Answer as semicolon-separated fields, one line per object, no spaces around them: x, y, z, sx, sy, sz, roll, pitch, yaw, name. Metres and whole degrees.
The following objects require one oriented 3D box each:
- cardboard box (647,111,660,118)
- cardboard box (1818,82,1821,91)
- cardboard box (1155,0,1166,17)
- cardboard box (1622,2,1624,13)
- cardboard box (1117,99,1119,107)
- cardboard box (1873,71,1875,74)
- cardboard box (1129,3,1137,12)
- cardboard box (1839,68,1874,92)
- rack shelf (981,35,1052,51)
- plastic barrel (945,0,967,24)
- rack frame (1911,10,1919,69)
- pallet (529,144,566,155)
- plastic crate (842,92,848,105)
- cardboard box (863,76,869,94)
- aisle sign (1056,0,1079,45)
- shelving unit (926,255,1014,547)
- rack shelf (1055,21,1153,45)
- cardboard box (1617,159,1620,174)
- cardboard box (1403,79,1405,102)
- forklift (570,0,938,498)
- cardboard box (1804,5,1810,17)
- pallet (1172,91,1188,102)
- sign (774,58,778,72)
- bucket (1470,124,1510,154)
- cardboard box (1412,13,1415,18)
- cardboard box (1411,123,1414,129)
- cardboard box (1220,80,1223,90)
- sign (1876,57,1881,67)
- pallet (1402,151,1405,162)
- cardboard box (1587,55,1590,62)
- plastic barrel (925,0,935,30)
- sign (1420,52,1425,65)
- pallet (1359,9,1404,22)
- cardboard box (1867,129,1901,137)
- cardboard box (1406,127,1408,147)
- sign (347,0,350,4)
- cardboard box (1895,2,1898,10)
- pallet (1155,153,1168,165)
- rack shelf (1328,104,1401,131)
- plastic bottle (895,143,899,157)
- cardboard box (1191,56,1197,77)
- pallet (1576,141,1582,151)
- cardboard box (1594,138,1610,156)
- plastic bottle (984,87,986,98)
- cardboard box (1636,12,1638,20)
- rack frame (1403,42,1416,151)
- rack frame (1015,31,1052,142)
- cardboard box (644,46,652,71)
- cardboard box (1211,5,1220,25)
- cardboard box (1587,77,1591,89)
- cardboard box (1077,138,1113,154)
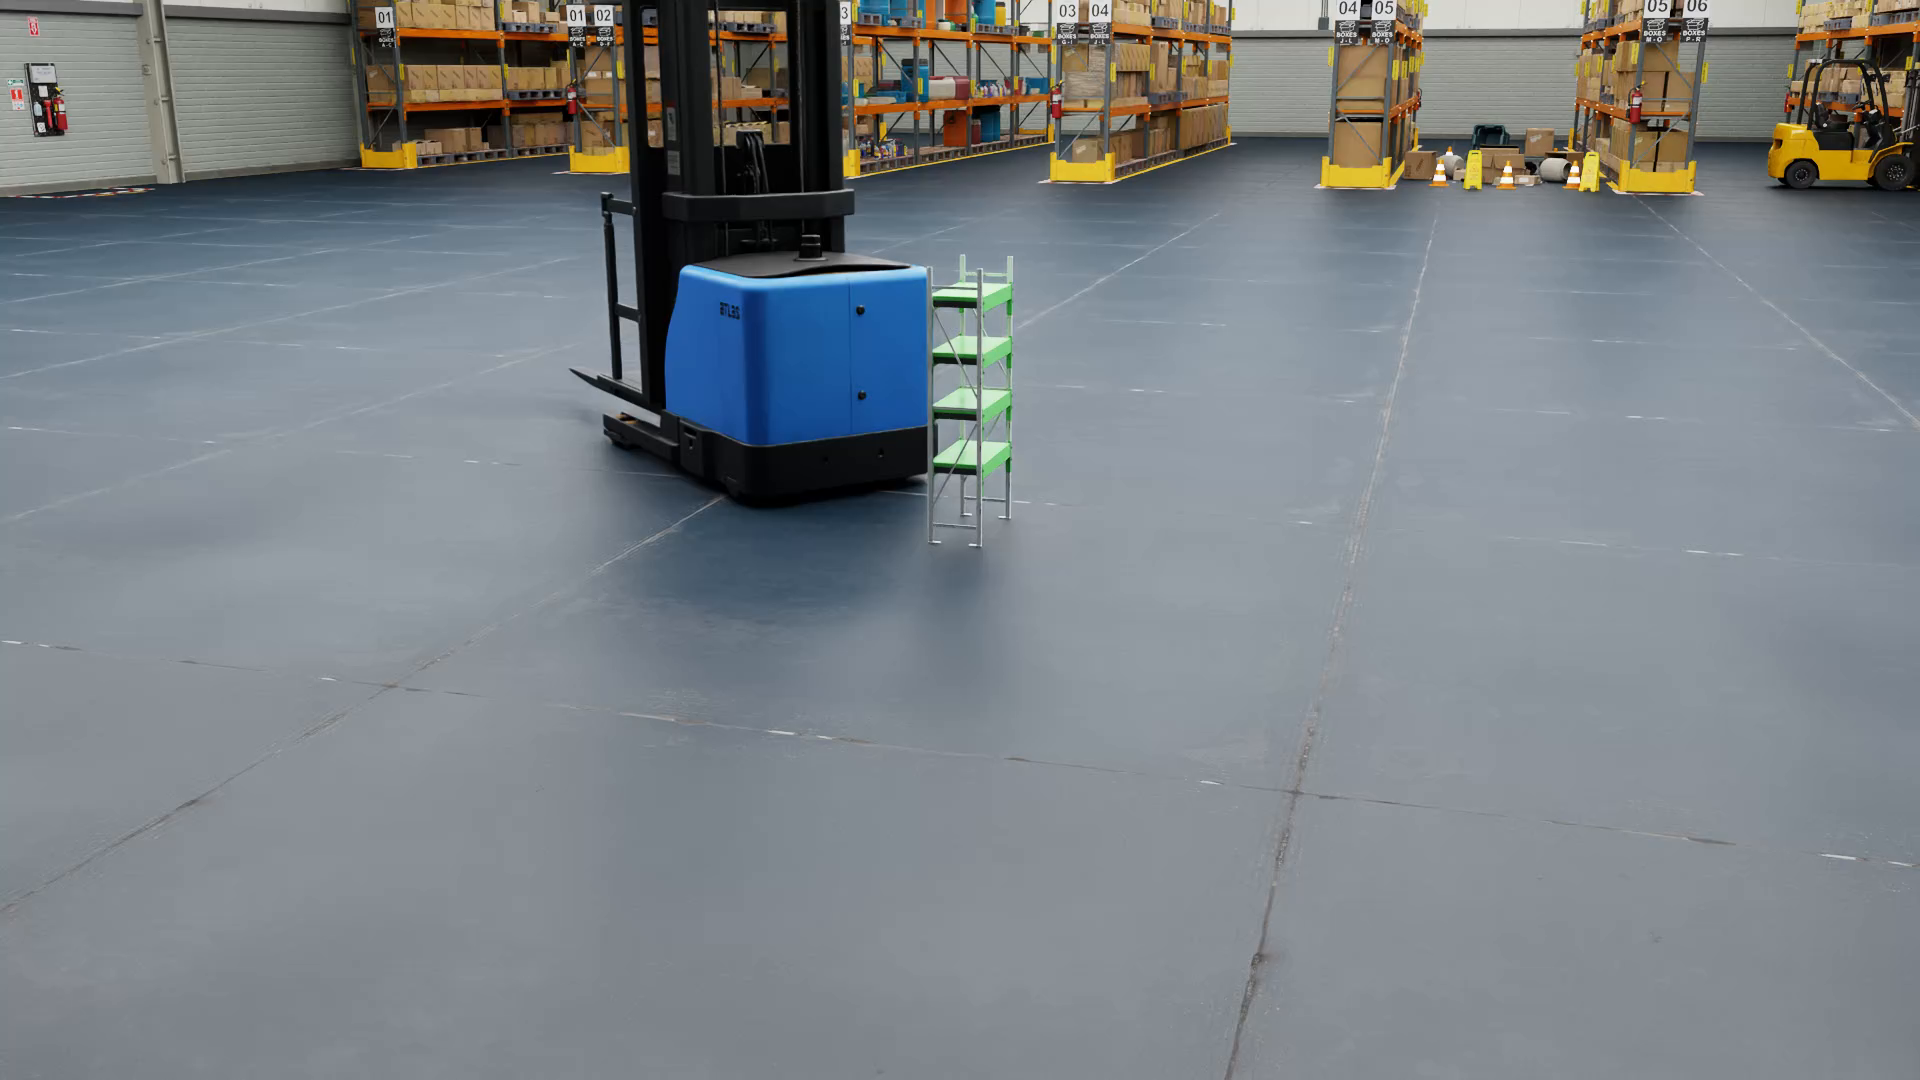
-8.650;-11.379;45.120;0.750;0.750;0.750;5;17;17;cardboard box
19.830;-10.310;37.910;0.500;0.250;0.500;5;17;17;cardboard box
3.879;-11.203;34.873;0.797;0.503;0.637;5;17;18;cardboard box
13.207;-10.380;32.436;0.500;0.250;0.500;5;17;17;cardboard box
2.783;-8.230;31.308;0.380;0.149;0.250;5;16;16;cardboard box
18.286;-9.201;32.898;0.380;0.149;0.250;5;17;17;cardboard box
3.199;-10.256;32.038;0.380;0.149;0.250;5;17;18;cardboard box
19.069;-9.733;35.189;0.797;0.503;0.637;4;16;15;cardboard box
1.477;-13.243;44.344;1.077;0.370;4.000;5;16;16;rack shelf
-0.064;-12.577;39.119;0.600;0.830;0.708;5;16;16;plastic barrel
17.645;-7.994;30.015;1.000;3.000;0.127;5;16;16;rack frame
-10.299;-9.481;40.368;1.003;0.211;1.213;5;16;16;pallet
-2.456;-8.736;32.903;0.499;0.251;0.408;5;16;16;plastic crate
-2.860;-12.698;46.419;0.500;0.500;0.500;5;17;16;cardboard box
1.942;-9.357;30.058;0.394;0.787;0.004;5;16;16;aisle sign
0.047;-0.621;7.318;0.258;1.200;0.503;5;16;16;shelving unit
2.816;-9.720;31.922;1.077;0.370;4.000;5;16;16;rack shelf
11.875;-6.577;29.291;0.500;0.250;0.500;5;16;16;cardboard box
8.805;-9.163;33.953;0.500;0.500;0.500;5;16;16;cardboard box
-1.320;-1.959;8.864;1.130;2.935;3.031;-10;19;-31;forklift
20.526;-12.659;39.781;0.500;0.250;0.500;5;16;15;cardboard box
4.420;-9.905;37.107;1.213;0.211;1.003;5;16;16;pallet
-4.443;-11.477;40.172;0.100;0.325;0.005;5;16;16;sign
10.282;-7.677;32.112;0.726;0.611;0.620;11;9;35;bucket
9.665;-11.401;36.349;0.500;0.500;0.500;5;16;16;cardboard box
11.378;-10.557;42.416;0.380;0.149;0.250;5;17;18;cardboard box
6.622;-11.943;43.669;0.500;0.250;0.500;4;16;14;cardboard box
20.452;-10.601;37.087;0.100;0.325;0.005;5;16;16;sign
9.471;-8.644;37.419;1.003;0.211;1.213;5;16;16;pallet
15.028;-11.144;39.108;0.500;0.500;0.500;4;16;15;cardboard box
-0.855;-11.857;37.352;0.600;0.830;0.708;5;16;16;plastic barrel
12.047;-12.535;43.326;0.100;0.325;0.005;5;16;16;sign
7.868;-9.922;31.479;1.003;0.211;1.213;5;16;16;pallet
18.414;-7.766;32.794;0.875;0.625;0.625;5;17;18;cardboard box
10.119;-9.346;38.595;0.500;0.500;0.500;4;16;15;cardboard box
-12.527;-11.169;34.091;0.100;0.325;0.005;5;16;16;sign
17.886;-10.079;31.377;0.380;0.149;0.250;4;16;15;cardboard box
3.949;-8.328;36.306;1.003;0.211;1.213;5;16;16;pallet
7.542;-7.866;30.882;1.077;0.370;4.000;5;16;16;rack shelf
-1.332;-8.148;34.731;0.061;0.283;0.133;6;17;20;plastic bottle
5.278;-11.423;40.085;0.797;0.503;0.637;5;17;16;cardboard box
16.143;-9.960;42.058;1.003;0.211;1.213;5;16;16;pallet
13.852;-8.215;34.841;0.950;0.372;0.625;3;16;12;cardboard box
0.592;-10.933;40.614;0.097;0.271;0.097;0;16;0;plastic bottle
11.972;-9.101;28.883;0.380;0.149;0.250;4;16;14;cardboard box
10.384;-10.828;40.007;1.000;3.000;0.127;5;16;16;rack frame
2.045;-12.670;46.500;1.000;3.000;0.127;5;16;16;rack frame
-6.803;-9.946;34.337;0.700;0.500;0.500;5;16;16;cardboard box
6.264;-13.456;42.639;0.700;0.500;0.500;5;17;18;cardboard box
14.763;-10.546;38.371;0.500;0.250;0.500;4;16;14;cardboard box
2.578;-7.420;31.804;0.500;0.500;0.500;10;18;30;cardboard box
